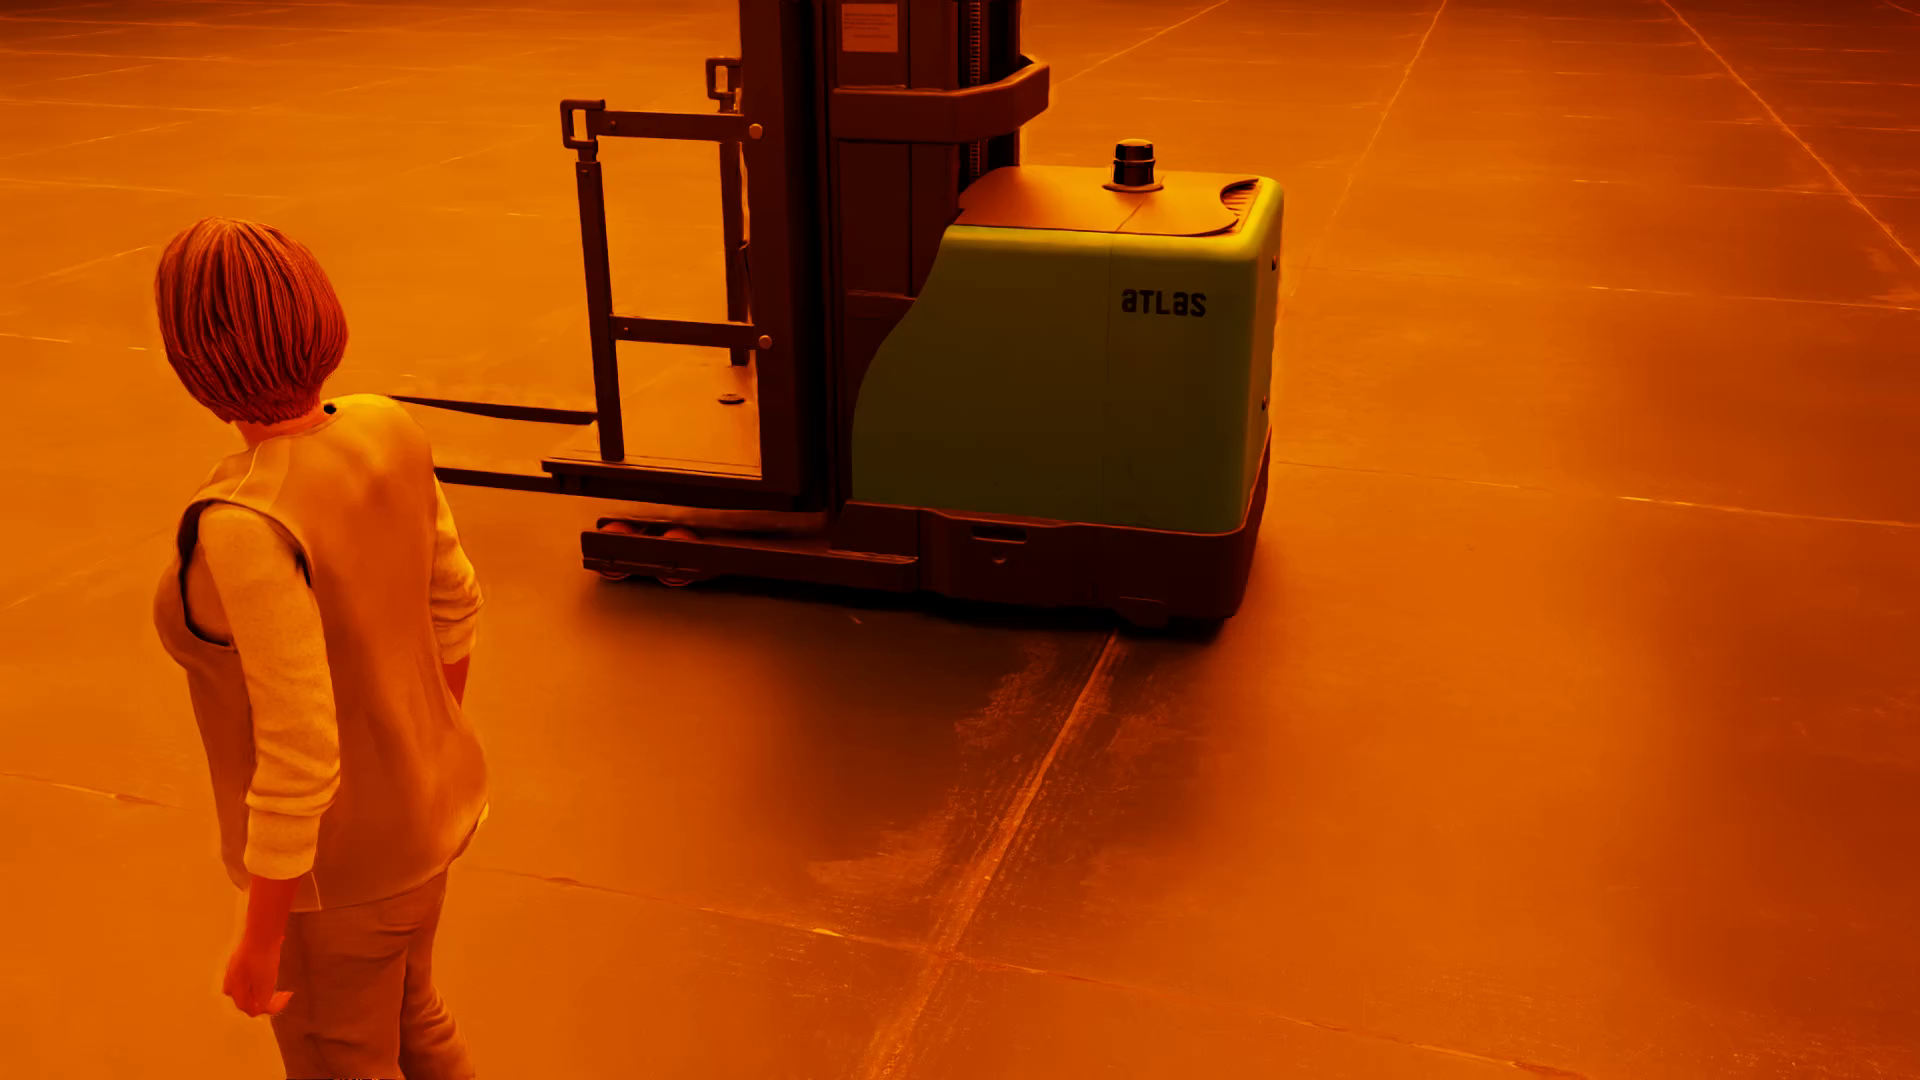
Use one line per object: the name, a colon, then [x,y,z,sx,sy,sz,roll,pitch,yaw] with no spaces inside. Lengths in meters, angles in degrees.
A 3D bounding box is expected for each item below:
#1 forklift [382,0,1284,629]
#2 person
forklift: [-0.607,-1.407,4.688,3.031,2.935,1.130,6,23,13]
person: [-0.793,0.377,2.121,0.382,1.596,0.546,2,23,5]
